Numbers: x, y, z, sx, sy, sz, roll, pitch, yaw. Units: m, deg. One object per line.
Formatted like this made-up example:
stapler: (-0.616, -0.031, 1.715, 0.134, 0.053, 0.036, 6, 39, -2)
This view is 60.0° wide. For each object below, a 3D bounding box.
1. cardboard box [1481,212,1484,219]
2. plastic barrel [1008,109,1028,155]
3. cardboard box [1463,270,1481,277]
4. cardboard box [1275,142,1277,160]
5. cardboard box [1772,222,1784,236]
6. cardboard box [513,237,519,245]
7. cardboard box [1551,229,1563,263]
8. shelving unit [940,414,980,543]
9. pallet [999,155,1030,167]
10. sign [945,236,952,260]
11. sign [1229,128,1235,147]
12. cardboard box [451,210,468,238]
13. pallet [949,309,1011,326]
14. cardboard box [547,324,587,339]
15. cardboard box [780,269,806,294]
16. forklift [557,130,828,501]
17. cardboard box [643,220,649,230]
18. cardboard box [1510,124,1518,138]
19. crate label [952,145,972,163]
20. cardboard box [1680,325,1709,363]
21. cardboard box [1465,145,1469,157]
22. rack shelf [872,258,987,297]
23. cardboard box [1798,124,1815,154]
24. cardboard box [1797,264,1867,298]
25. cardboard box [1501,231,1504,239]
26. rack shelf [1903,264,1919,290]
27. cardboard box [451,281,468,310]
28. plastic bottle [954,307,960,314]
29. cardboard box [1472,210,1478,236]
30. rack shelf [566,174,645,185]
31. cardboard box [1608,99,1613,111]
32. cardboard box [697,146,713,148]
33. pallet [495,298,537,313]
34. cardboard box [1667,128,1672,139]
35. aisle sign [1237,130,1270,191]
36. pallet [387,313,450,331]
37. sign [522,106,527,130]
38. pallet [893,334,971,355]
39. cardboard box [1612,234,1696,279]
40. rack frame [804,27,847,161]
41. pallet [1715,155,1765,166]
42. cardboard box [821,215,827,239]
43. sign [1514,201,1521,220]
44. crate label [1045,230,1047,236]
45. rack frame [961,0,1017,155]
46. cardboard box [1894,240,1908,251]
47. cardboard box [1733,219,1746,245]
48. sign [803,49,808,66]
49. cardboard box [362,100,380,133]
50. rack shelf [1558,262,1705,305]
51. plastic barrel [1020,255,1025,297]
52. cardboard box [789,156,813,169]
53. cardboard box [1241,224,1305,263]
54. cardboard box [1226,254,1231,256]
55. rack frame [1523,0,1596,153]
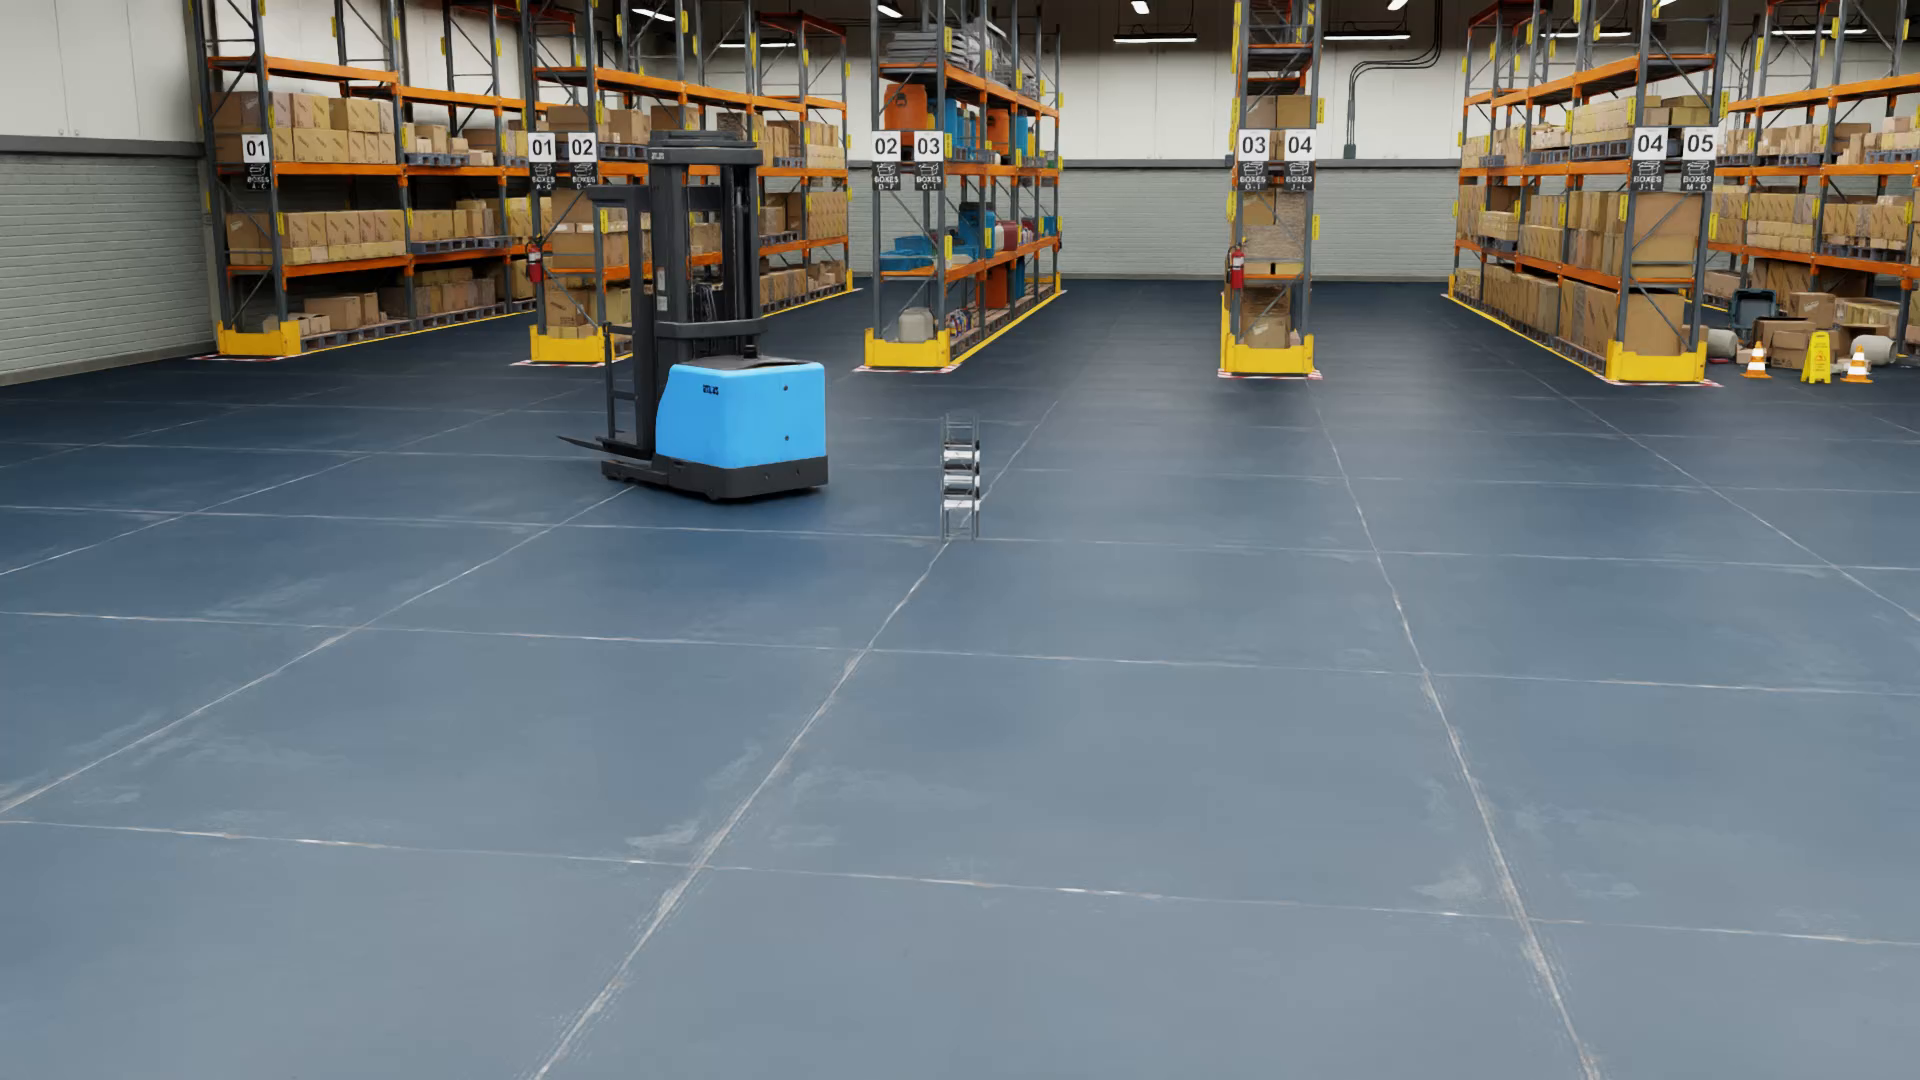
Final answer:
cardboard box: (10.369, -6.319, 32.380, 0.380, 0.149, 0.250, 2, 12, 10)
plastic barrel: (1.030, -7.969, 32.545, 0.600, 0.901, 0.708, 2, 12, 9)
cardboard box: (11.075, -5.744, 35.883, 0.380, 0.149, 0.250, 1, 12, 6)
cardboard box: (4.593, -5.347, 22.919, 0.500, 0.250, 0.500, 2, 12, 7)
cardboard box: (15.249, -5.701, 30.496, 0.500, 0.250, 0.500, 2, 12, 7)
cardboard box: (-8.936, -5.901, 32.805, 0.380, 0.149, 0.250, 2, 12, 9)
cardboard box: (9.507, -4.571, 25.848, 0.500, 0.500, 0.500, 2, 12, 8)
shelving unit: (0.001, -0.442, 11.906, 0.258, 0.900, 0.210, 2, 12, 9)
pallet: (0.741, -7.110, 31.194, 1.003, 0.211, 1.213, 2, 12, 9)
sign: (-0.161, -4.031, 22.923, 0.100, 0.325, 0.005, 2, 12, 9)
sign: (4.873, -7.197, 29.734, 0.100, 0.325, 0.005, 2, 12, 9)
cardboard box: (-9.495, -5.807, 30.536, 0.700, 0.500, 0.500, 2, 12, 9)
pallet: (0.369, -4.057, 30.317, 1.003, 0.211, 1.213, 2, 12, 9)
cardboard box: (-5.807, -3.058, 24.595, 0.500, 0.250, 0.500, 2, 12, 9)
cardboard box: (-3.545, -5.455, 35.075, 0.500, 0.500, 0.500, 2, 12, 8)
forklift: (-2.467, -1.994, 14.289, 1.130, 2.935, 3.031, -11, 16, -42)
cardboard box: (-5.047, -4.892, 25.794, 0.380, 0.149, 0.250, 2, 12, 11)
cardboard box: (10.289, -7.488, 30.446, 0.396, 0.266, 0.258, 2, 12, 9)
crate label: (-0.090, -5.687, 24.497, 0.502, 0.251, 0.408, 2, 12, 9)
cardboard box: (10.466, -2.828, 23.924, 0.500, 0.500, 0.500, 4, 13, 18)
cardboard box: (11.133, -8.349, 35.663, 0.500, 0.250, 0.500, 2, 12, 8)
rack shelf: (-0.396, -3.979, 25.046, 1.077, 0.370, 4.000, 2, 12, 9)
cardboard box: (15.177, -7.031, 29.146, 0.700, 0.500, 0.500, 1, 12, 6)
cardboard box: (15.401, -4.406, 29.366, 0.875, 0.875, 0.875, 2, 12, 8)
cardboard box: (9.967, -5.490, 29.945, 0.380, 0.149, 0.250, 2, 12, 8)
rack shelf: (14.290, -3.498, 22.812, 1.077, 0.370, 4.000, 2, 12, 9)
cardboard box: (-9.565, -4.535, 30.805, 0.700, 0.500, 0.500, 2, 12, 8)
plastic bottle: (-0.046, -3.529, 26.491, 0.144, 0.351, 0.185, 2, 12, 9)
cardboard box: (10.797, -6.483, 34.011, 0.500, 0.500, 0.500, 2, 12, 7)
rack shelf: (-8.340, -8.265, 37.811, 1.077, 0.370, 4.000, 2, 12, 9)
cardboard box: (8.949, -5.852, 22.379, 0.380, 0.149, 0.250, 2, 12, 9)
cardboard box: (-4.628, -6.903, 29.144, 0.500, 0.250, 0.500, 1, 12, 4)
pallet: (-9.067, -4.700, 33.300, 1.003, 0.211, 1.213, 2, 12, 9)
cardboard box: (9.522, -5.336, 21.877, 0.380, 0.149, 0.250, 2, 12, 9)
aisle sign: (3.884, -5.022, 22.005, 0.394, 0.787, 0.004, 2, 12, 9)
pallet: (-9.760, -3.867, 29.438, 1.003, 0.211, 1.213, 2, 12, 9)
sign: (-6.132, -5.957, 23.481, 0.100, 0.325, 0.005, 2, 12, 9)
pallet: (-0.419, -2.991, 25.372, 1.003, 0.211, 1.213, 2, 12, 9)
cardboard box: (9.088, -3.725, 21.800, 0.875, 0.550, 0.550, 2, 12, 9)
rack frame: (-3.137, -10.339, 38.610, 1.000, 3.000, 0.127, 2, 12, 9)
pallet: (16.154, -7.777, 34.052, 1.003, 0.211, 1.213, 2, 12, 9)
cardboard box: (-3.250, -6.931, 36.797, 0.500, 0.500, 0.500, 2, 12, 8)
sign: (9.768, -5.781, 29.137, 0.100, 0.325, 0.005, 2, 12, 9)
crate label: (1.733, -6.852, 37.150, 0.396, 0.136, 0.243, 2, 12, 9)
rack frame: (0.526, -8.513, 30.134, 1.000, 3.000, 0.127, 2, 12, 9)
cardboard box: (14.404, -4.464, 25.188, 0.380, 0.149, 0.250, 2, 12, 9)
cardboard box: (15.646, -6.085, 32.871, 0.500, 0.500, 0.500, 2, 12, 9)
sign: (-3.203, -10.024, 34.553, 0.100, 0.325, 0.005, 2, 12, 9)
cardboard box: (-9.761, -6.854, 26.899, 0.500, 0.500, 0.500, 3, 12, 12)
rack shelf: (9.383, -3.637, 23.458, 1.077, 0.370, 4.000, 2, 12, 9)
plastic barrel: (1.041, -5.480, 34.284, 0.600, 0.901, 0.708, 2, 12, 9)
cardboard box: (-3.433, -8.060, 35.510, 0.500, 0.250, 0.500, 2, 12, 9)
cardboard box: (4.302, -4.062, 22.779, 0.875, 0.500, 0.500, 2, 12, 9)
cardboard box: (5.957, -5.285, 33.444, 1.225, 0.875, 0.875, 2, 12, 9)
rack frame: (10.306, -8.171, 28.546, 1.000, 3.000, 0.127, 2, 12, 9)
